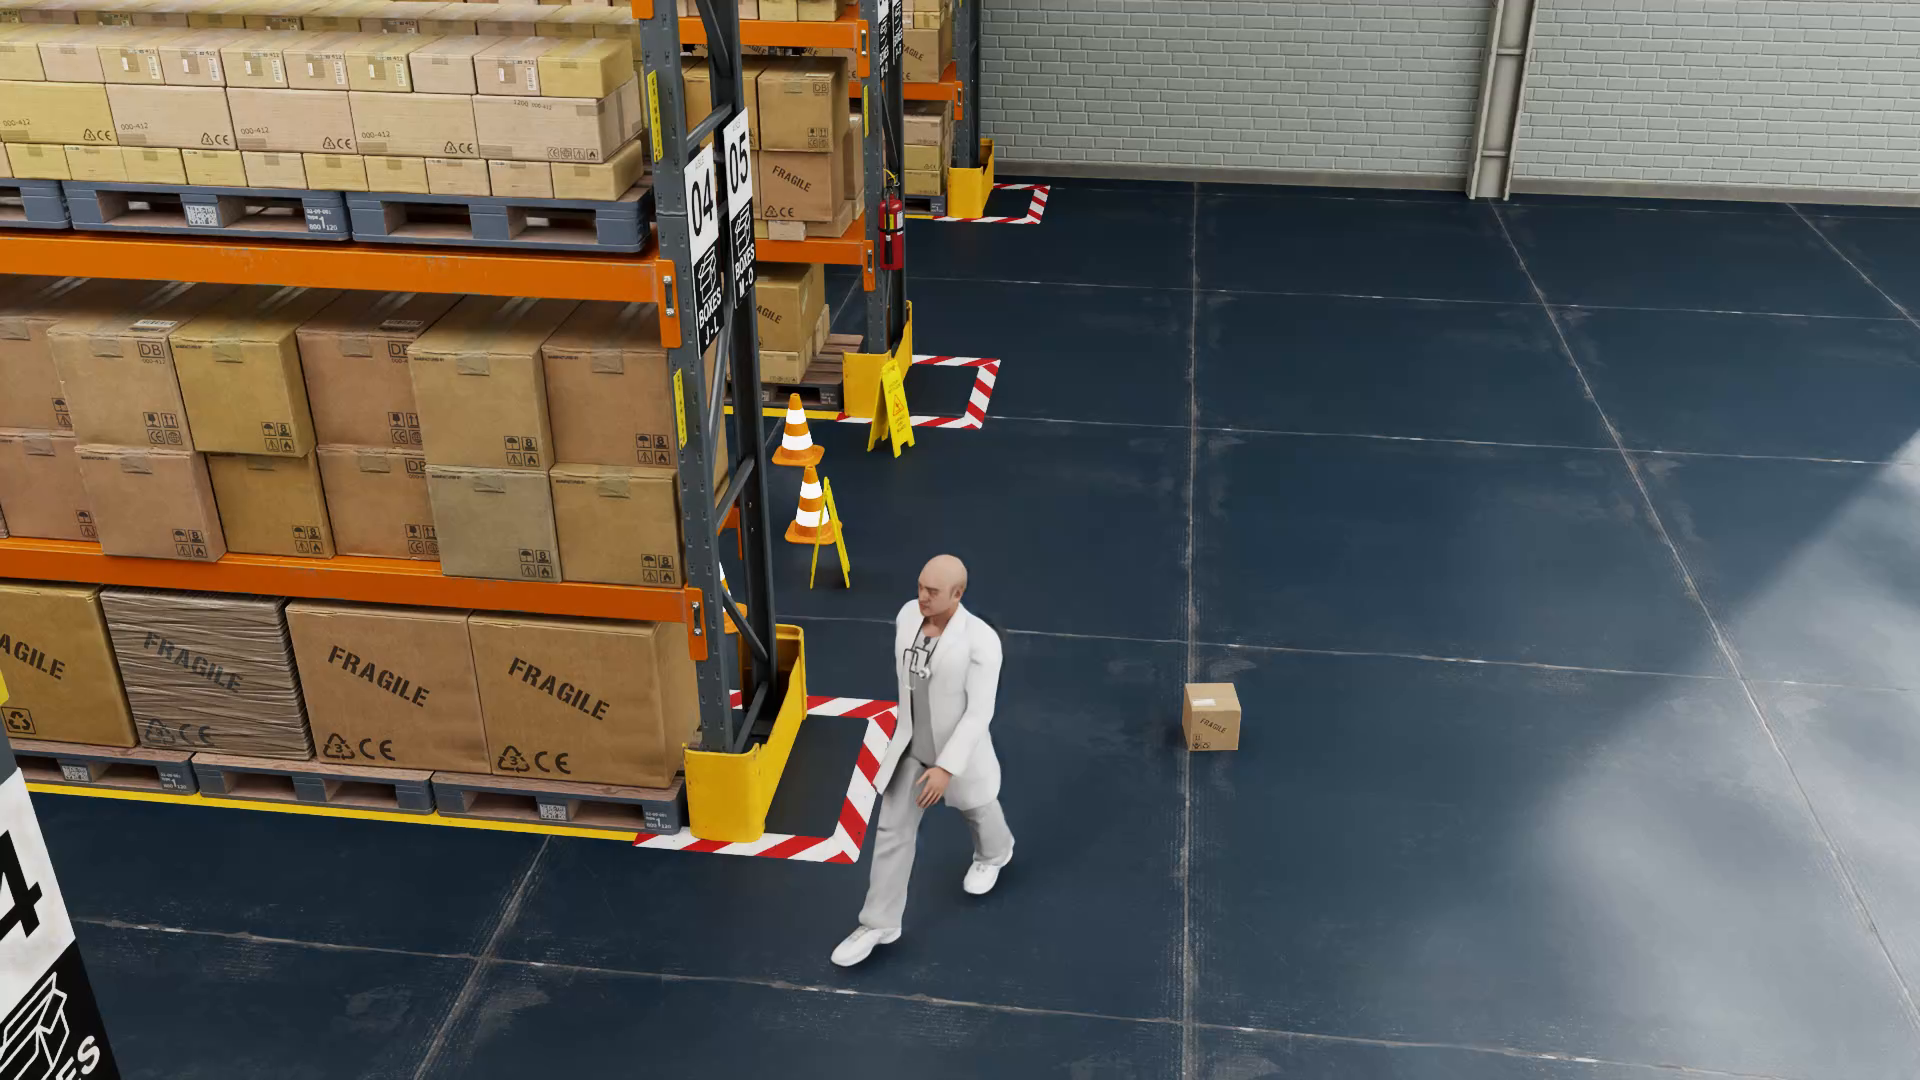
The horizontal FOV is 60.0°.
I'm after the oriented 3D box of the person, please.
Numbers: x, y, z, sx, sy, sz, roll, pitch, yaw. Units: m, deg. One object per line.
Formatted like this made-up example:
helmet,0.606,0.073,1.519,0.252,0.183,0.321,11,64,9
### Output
person,-0.131,0.886,6.941,0.577,1.722,1.087,17,32,29
